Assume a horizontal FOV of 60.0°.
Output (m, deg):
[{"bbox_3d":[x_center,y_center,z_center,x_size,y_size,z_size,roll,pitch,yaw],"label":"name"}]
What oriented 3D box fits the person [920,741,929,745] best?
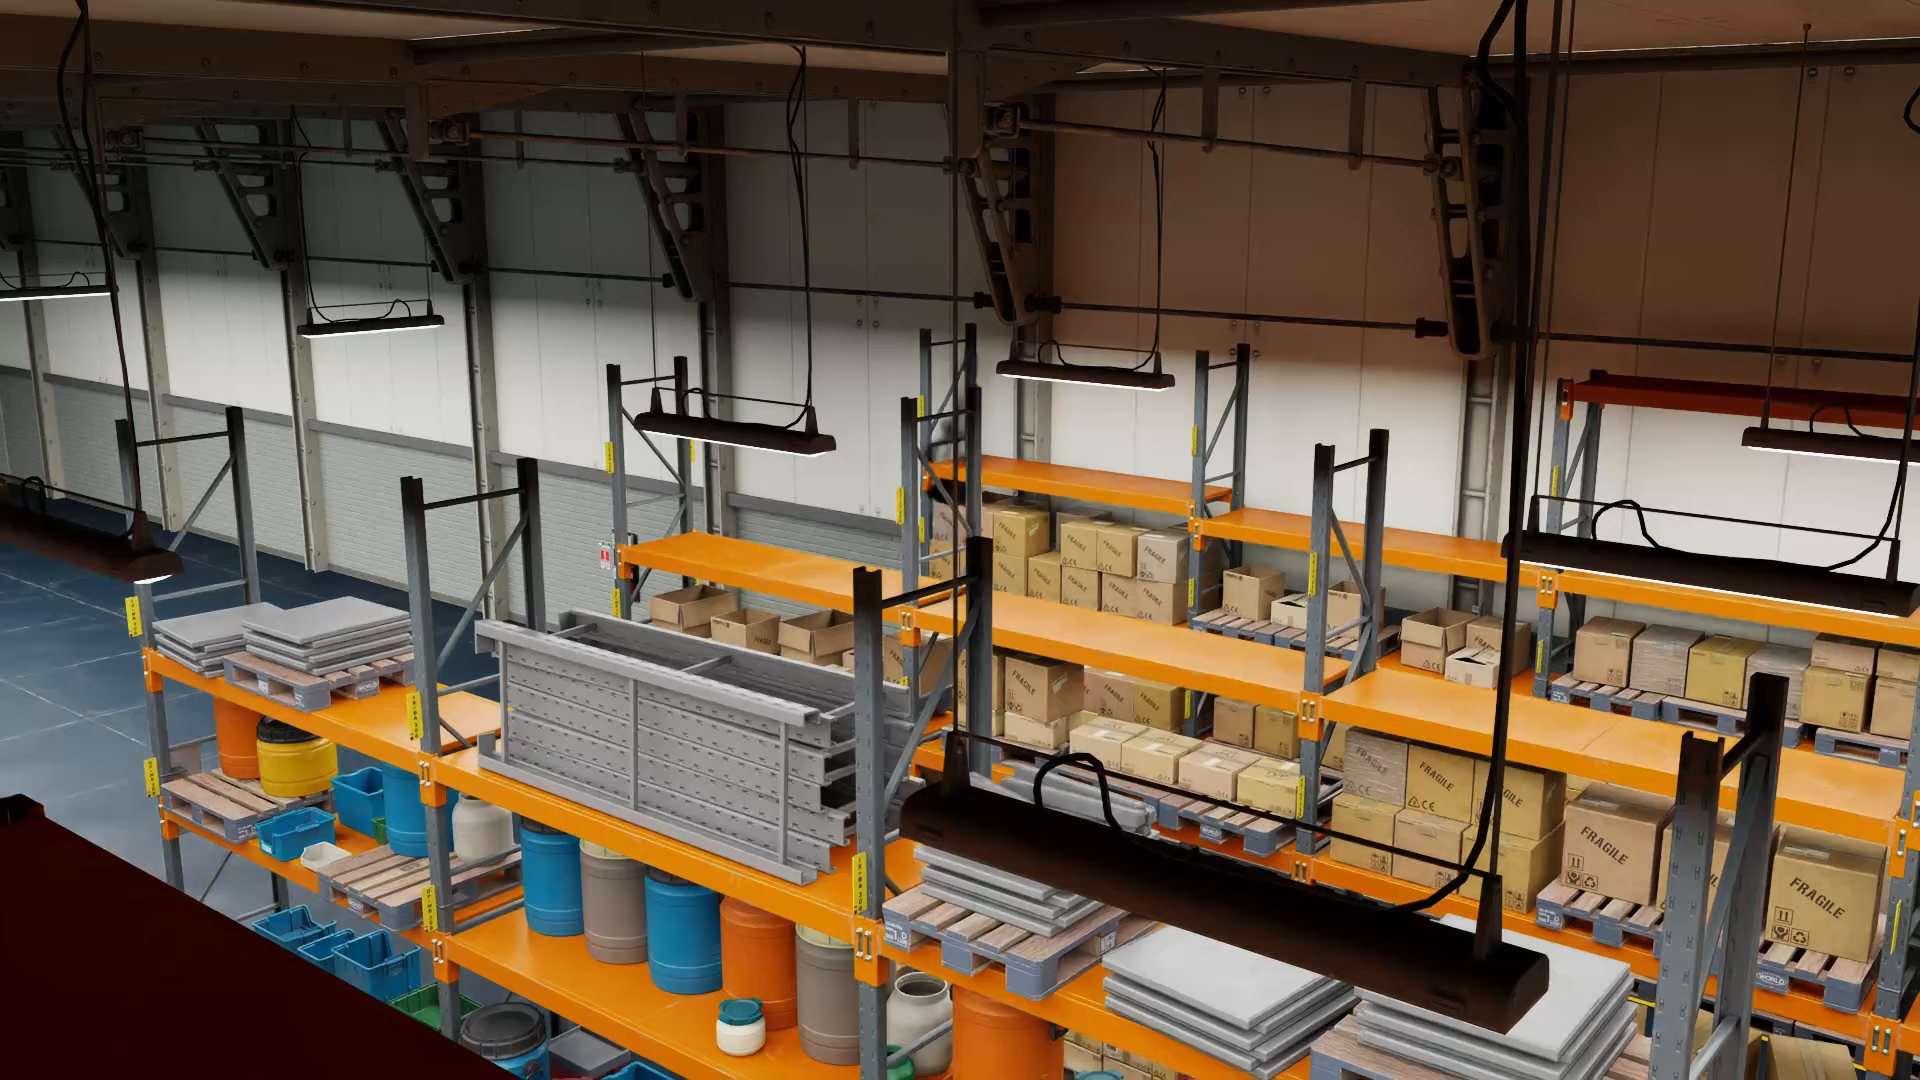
[{"bbox_3d":[-0.262,3.089,19.038,0.700,1.618,0.563,6,14,26],"label":"person"}]
